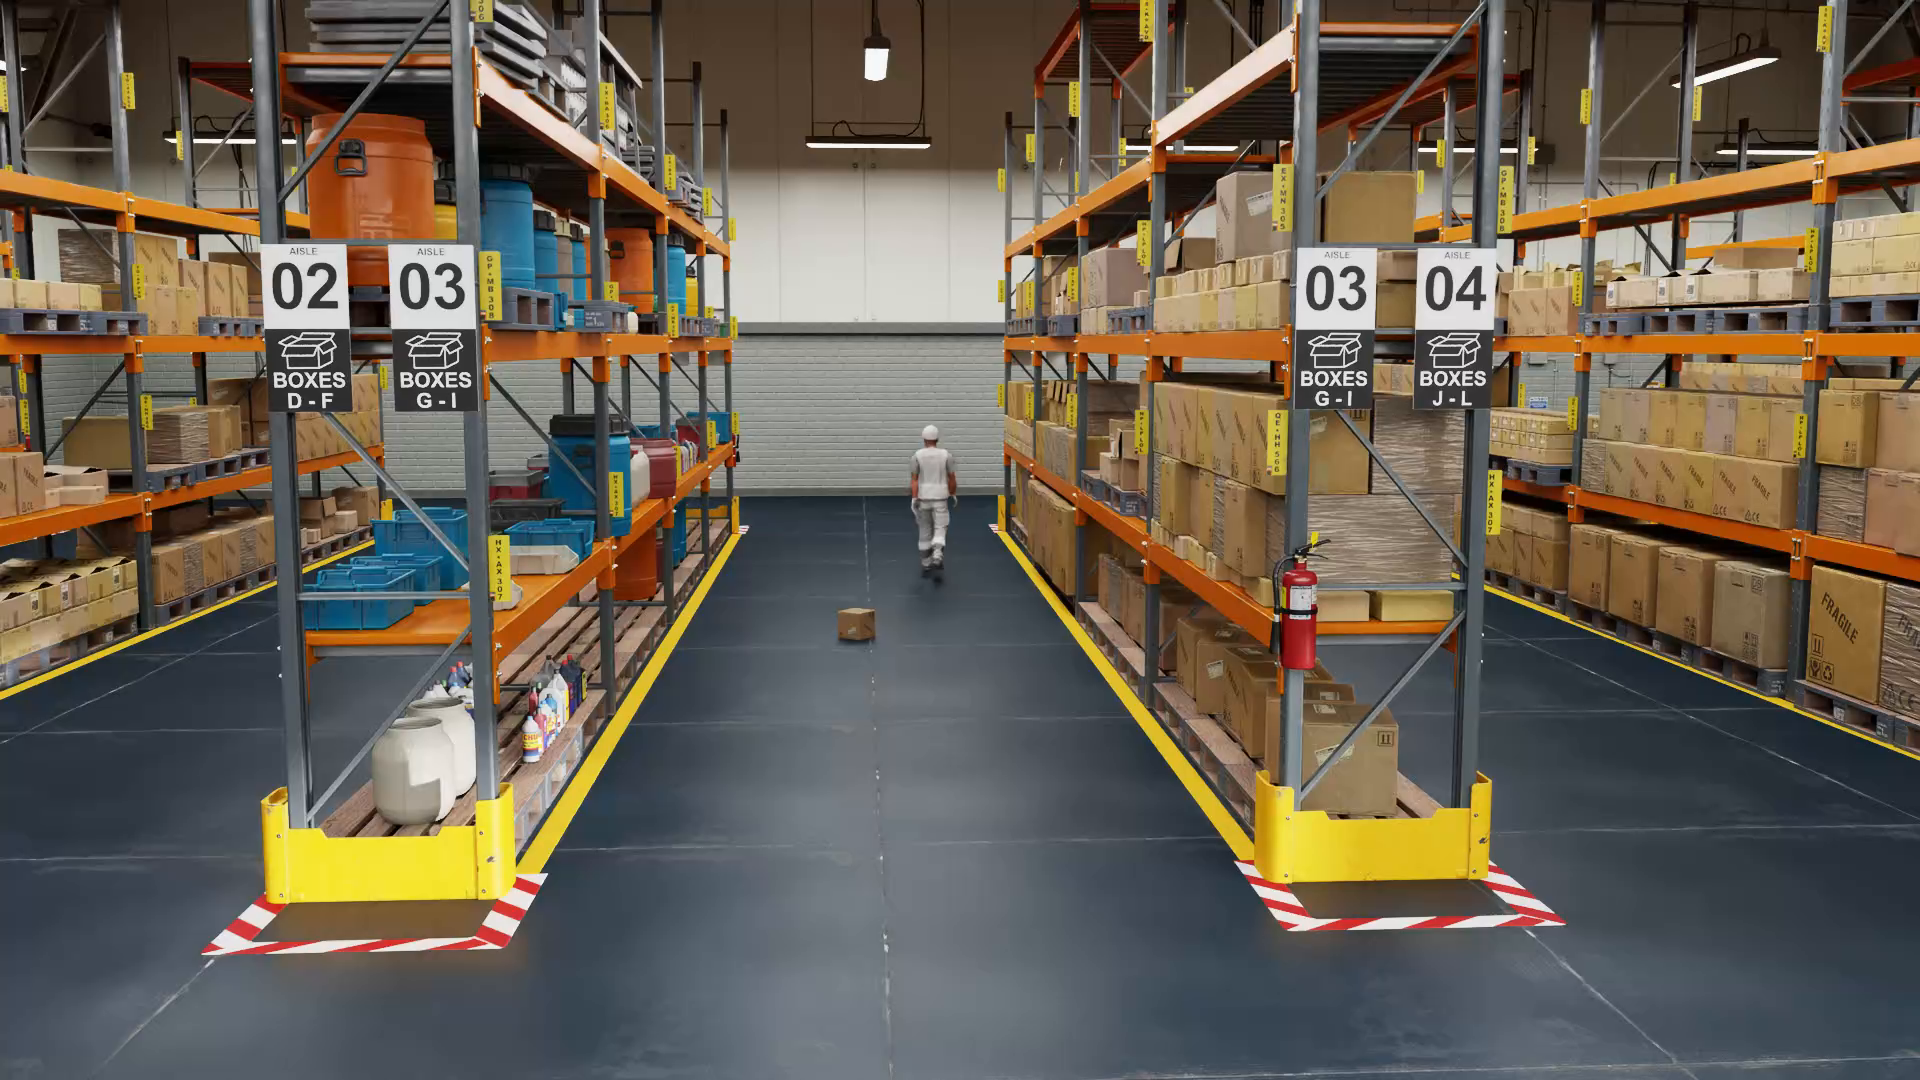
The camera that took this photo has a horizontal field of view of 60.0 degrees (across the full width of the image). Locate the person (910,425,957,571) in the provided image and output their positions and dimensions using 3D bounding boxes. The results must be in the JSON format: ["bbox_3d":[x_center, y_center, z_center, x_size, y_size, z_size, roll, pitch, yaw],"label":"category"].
[{"bbox_3d":[-0.315,-0.483,19.683,0.546,1.763,0.950,0,7,1],"label":"person"}]
